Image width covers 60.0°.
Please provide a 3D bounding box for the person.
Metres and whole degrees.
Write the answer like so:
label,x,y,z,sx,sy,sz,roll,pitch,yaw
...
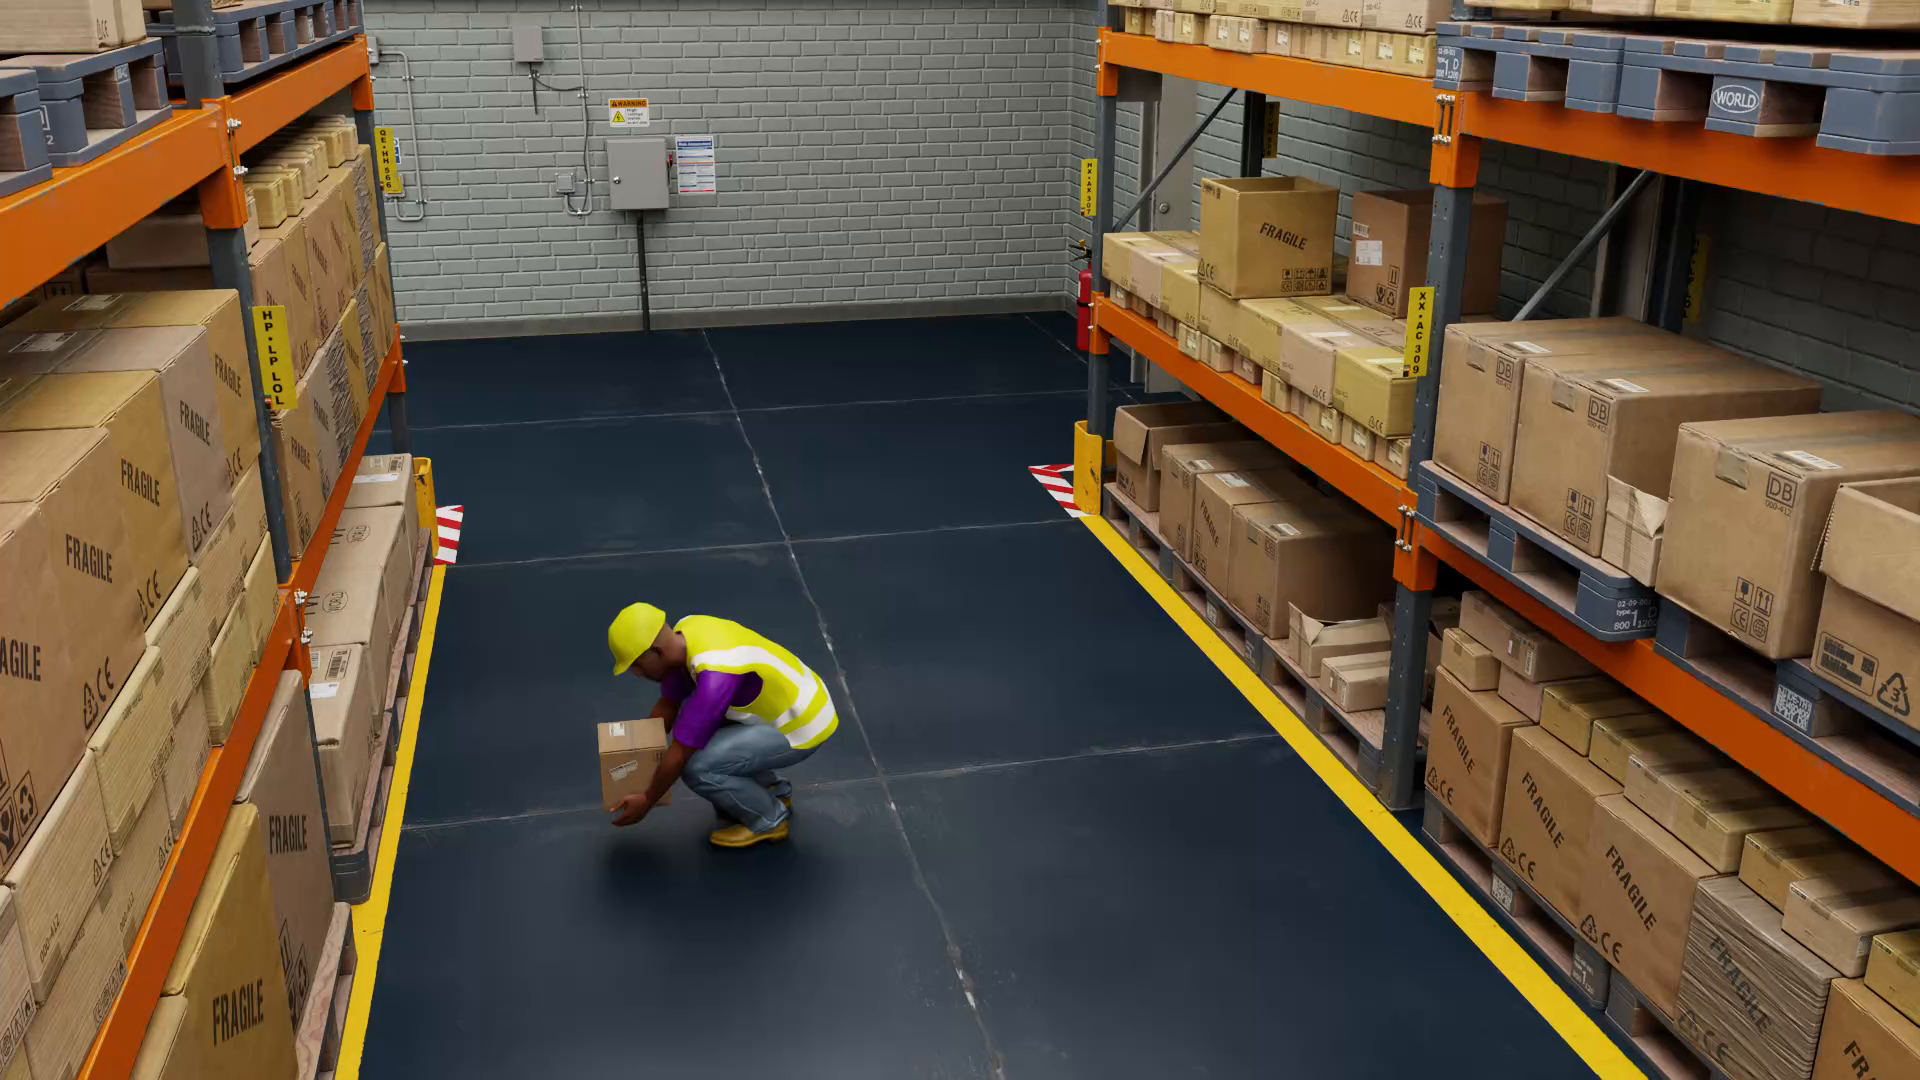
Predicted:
label,x,y,z,sx,sy,sz,roll,pitch,yaw
person,-0.906,0.671,6.302,0.885,0.997,0.588,-4,20,-12
